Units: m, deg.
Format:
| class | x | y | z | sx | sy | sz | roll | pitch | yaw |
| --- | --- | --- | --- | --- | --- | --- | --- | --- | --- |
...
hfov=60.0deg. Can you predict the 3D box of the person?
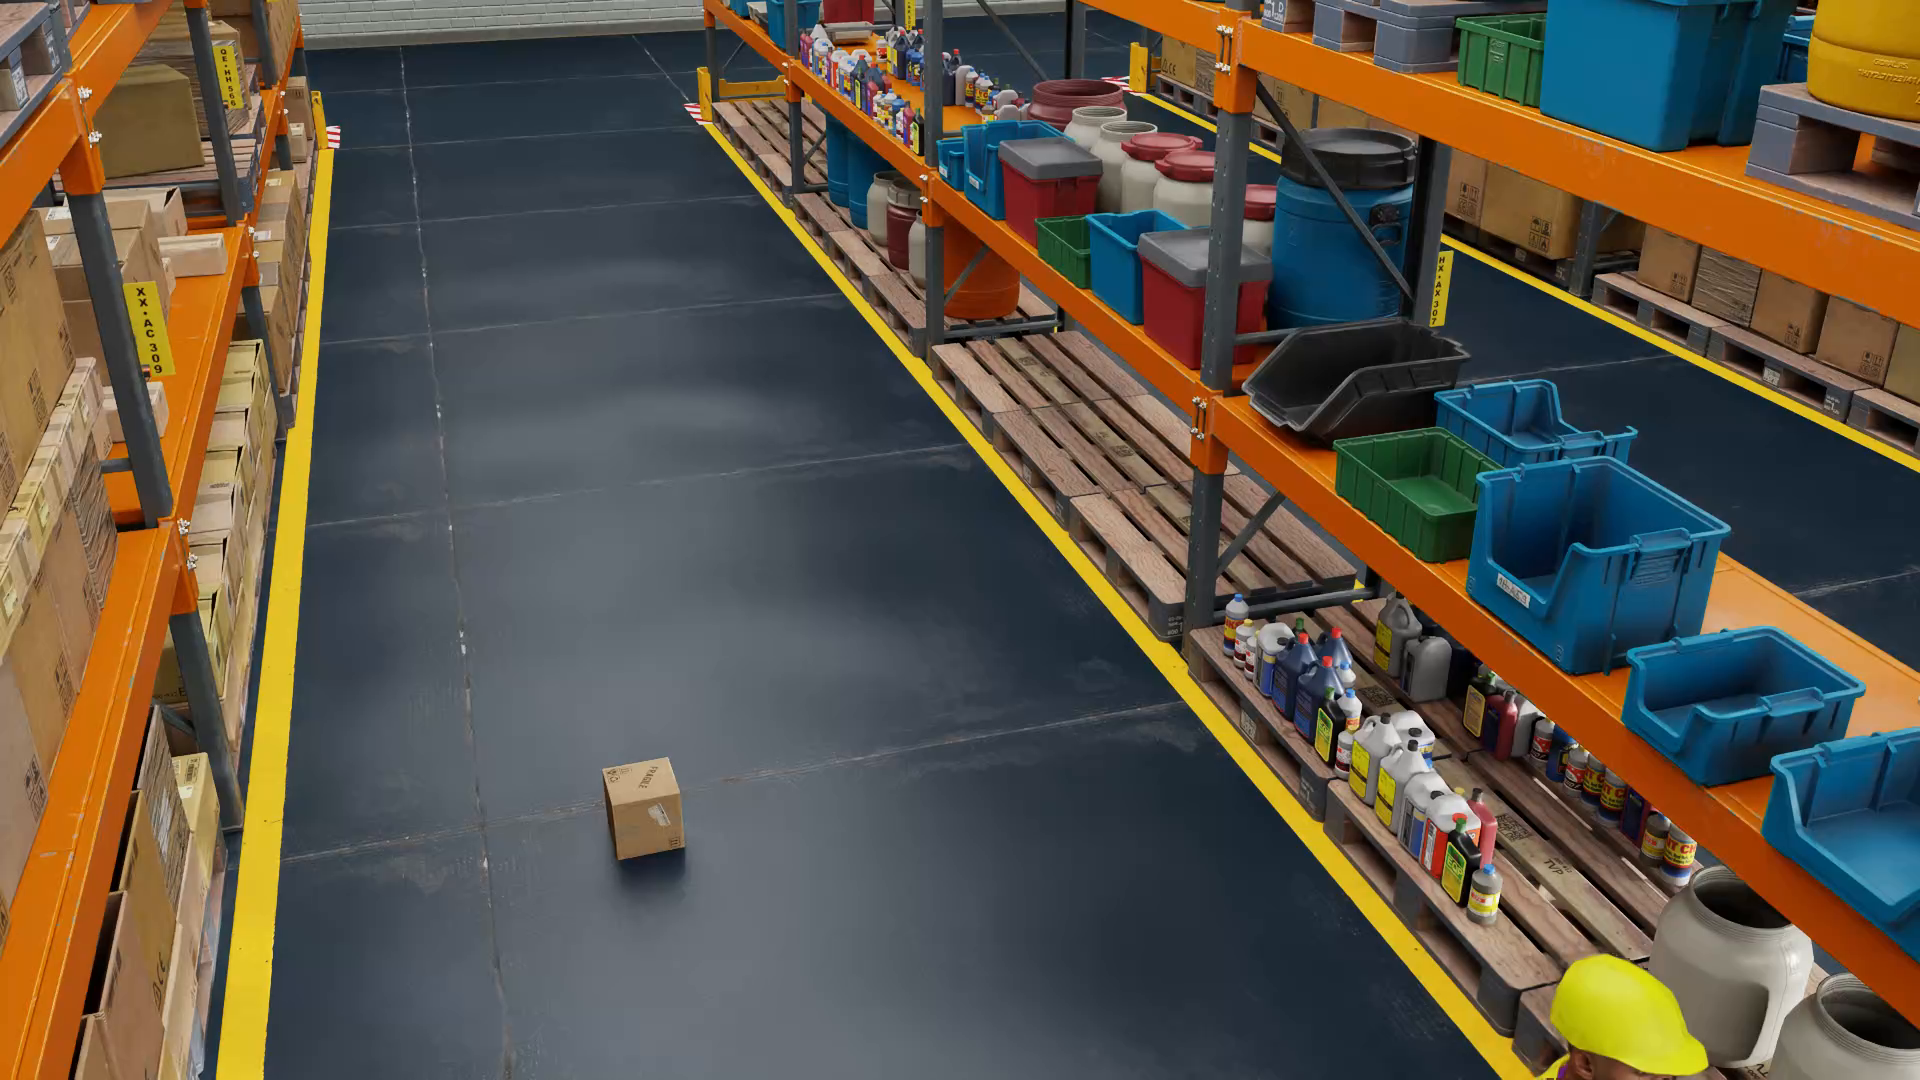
| class | x | y | z | sx | sy | sz | roll | pitch | yaw |
| --- | --- | --- | --- | --- | --- | --- | --- | --- | --- |
| person | 1.187 | 1.573 | 3.348 | 0.576 | 1.754 | 0.674 | -20 | 33 | -35 |
